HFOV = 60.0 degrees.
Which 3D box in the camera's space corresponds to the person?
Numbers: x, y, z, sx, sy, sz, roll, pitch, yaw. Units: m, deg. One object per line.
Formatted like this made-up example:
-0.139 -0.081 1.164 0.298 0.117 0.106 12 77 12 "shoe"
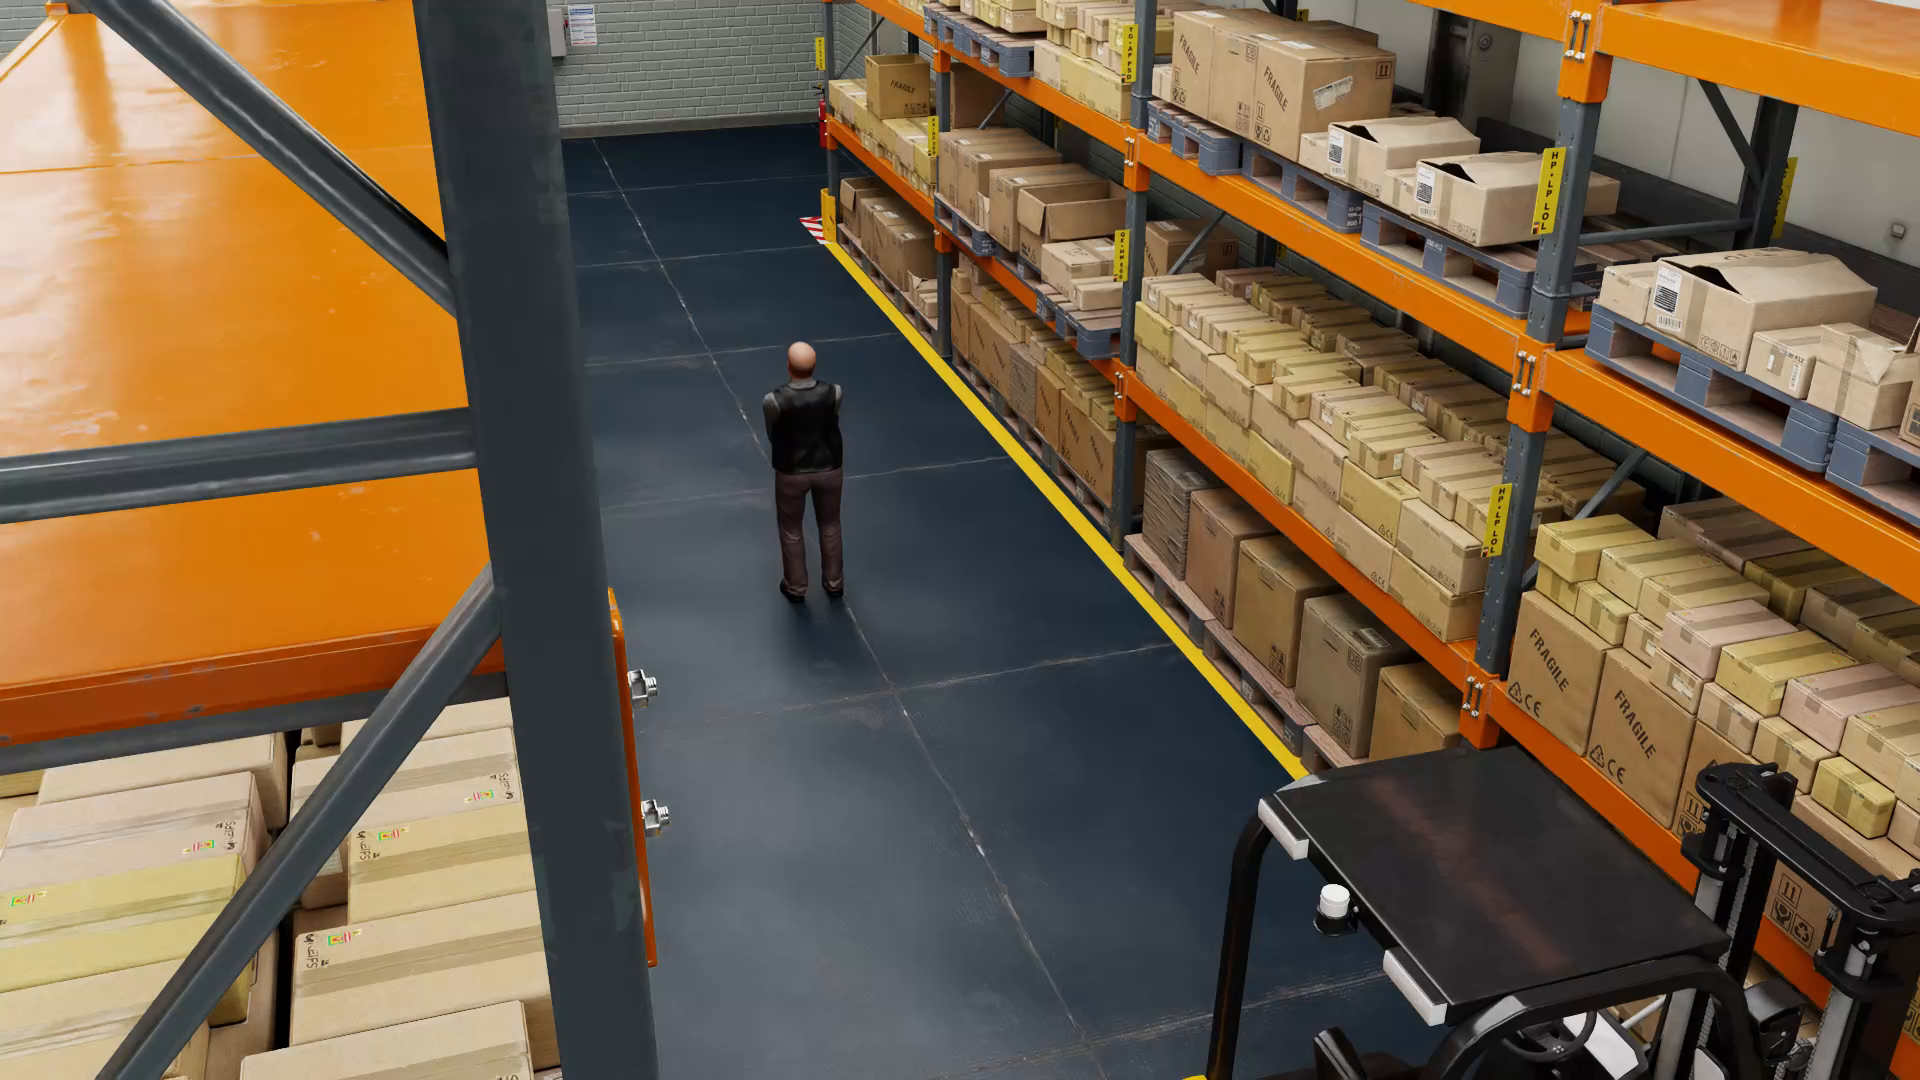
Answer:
-0.981 -0.462 10.342 0.494 1.711 0.559 -8 27 -15 "person"
